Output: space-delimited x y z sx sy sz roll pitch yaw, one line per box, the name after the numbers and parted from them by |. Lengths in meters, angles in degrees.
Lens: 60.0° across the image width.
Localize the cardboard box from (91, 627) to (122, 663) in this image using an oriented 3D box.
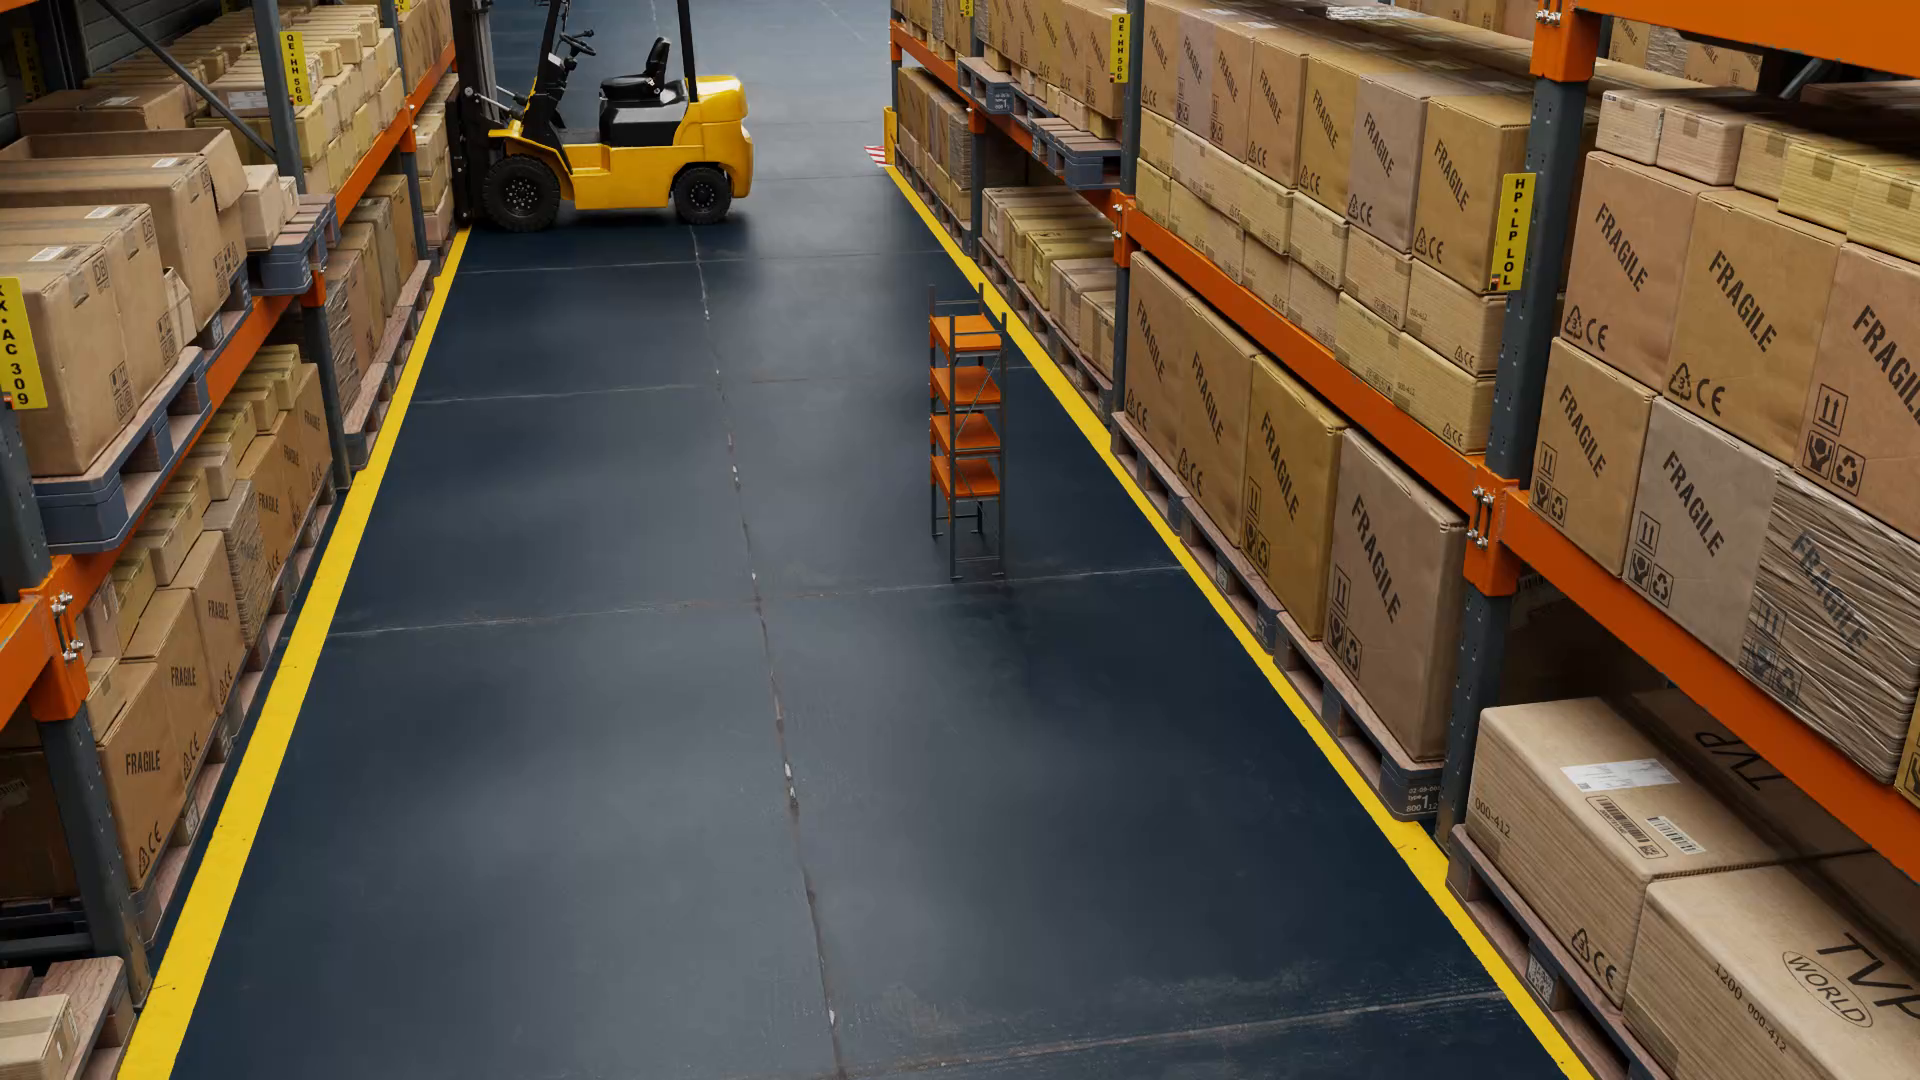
-2.747 0.361 4.963 0.380 0.149 0.250 -5 24 -11 | cardboard box

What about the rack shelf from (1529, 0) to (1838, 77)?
1.693 -2.231 6.261 1.077 0.370 4.000 -4 24 -10 | rack shelf

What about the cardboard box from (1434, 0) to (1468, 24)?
4.906 -5.007 15.280 0.875 0.550 0.550 -4 24 -10 | cardboard box

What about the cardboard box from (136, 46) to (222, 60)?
-4.173 -2.553 8.912 0.380 0.149 0.250 -5 24 -11 | cardboard box

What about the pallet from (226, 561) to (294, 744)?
-3.231 0.449 6.457 1.003 0.211 1.213 -4 24 -10 | pallet

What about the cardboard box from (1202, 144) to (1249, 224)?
1.349 -1.515 7.034 0.500 0.250 0.500 -4 24 -10 | cardboard box

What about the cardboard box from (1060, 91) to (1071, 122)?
0.781 -2.457 9.417 0.380 0.149 0.250 -5 24 -12 | cardboard box

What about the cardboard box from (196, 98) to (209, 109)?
-4.007 -2.121 8.422 0.500 0.250 0.500 -4 24 -9 | cardboard box

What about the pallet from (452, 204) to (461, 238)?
-4.629 -2.696 13.659 1.003 0.211 1.213 -4 24 -10 | pallet

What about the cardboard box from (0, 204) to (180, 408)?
-2.780 -0.679 4.908 0.700 0.500 0.500 -4 24 -9 | cardboard box

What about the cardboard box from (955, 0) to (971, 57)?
0.257 -3.885 12.400 0.500 0.500 0.500 -5 24 -11 | cardboard box

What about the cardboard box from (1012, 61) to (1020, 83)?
0.547 -3.074 10.829 0.380 0.149 0.250 -4 24 -9 | cardboard box

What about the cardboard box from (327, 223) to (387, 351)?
-3.909 -1.476 9.823 0.875 0.625 0.625 -5 24 -12 | cardboard box

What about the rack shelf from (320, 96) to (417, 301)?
-3.924 -2.061 9.620 1.077 0.370 4.000 -4 24 -10 | rack shelf

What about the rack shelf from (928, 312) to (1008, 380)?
0.031 -0.845 7.203 0.258 0.148 0.480 -4 24 -10 | rack shelf

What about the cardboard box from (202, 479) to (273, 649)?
-2.969 0.106 6.358 0.500 0.500 0.500 -5 24 -12 | cardboard box

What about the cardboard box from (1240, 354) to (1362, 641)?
1.695 -0.211 6.615 0.875 0.875 0.875 -4 24 -8 | cardboard box

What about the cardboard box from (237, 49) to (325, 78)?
-3.584 -2.497 8.783 0.380 0.149 0.250 -4 24 -9 | cardboard box

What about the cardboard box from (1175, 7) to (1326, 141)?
1.275 -2.070 7.368 0.500 0.500 0.500 -4 24 -10 | cardboard box

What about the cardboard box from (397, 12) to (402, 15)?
-4.144 -3.767 11.692 0.380 0.149 0.250 -4 24 -9 | cardboard box

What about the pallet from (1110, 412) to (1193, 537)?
1.395 -0.379 8.354 1.003 0.211 1.213 -4 24 -10 | pallet

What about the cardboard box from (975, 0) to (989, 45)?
0.389 -3.715 11.487 0.500 0.500 0.500 -4 24 -8 | cardboard box

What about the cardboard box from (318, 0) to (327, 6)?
-4.727 -3.828 11.832 0.380 0.149 0.250 -4 24 -8 | cardboard box

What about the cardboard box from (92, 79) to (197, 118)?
-3.813 -2.060 7.783 0.380 0.149 0.250 -4 24 -8 | cardboard box

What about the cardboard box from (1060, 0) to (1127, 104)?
0.860 -2.708 9.181 0.500 0.500 0.500 -5 24 -11 | cardboard box

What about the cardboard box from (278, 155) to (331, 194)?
-3.396 -1.728 8.146 0.500 0.250 0.500 -4 24 -10 | cardboard box

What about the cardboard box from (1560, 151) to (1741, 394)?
1.913 -0.698 4.227 0.500 0.500 0.500 -4 24 -9 | cardboard box

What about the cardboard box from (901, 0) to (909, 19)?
-0.242 -4.891 14.705 0.500 0.500 0.500 -4 24 -8 | cardboard box

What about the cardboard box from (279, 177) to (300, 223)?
-3.056 -1.451 7.114 0.380 0.149 0.250 -4 24 -9 | cardboard box

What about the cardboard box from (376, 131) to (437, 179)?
-4.075 -2.781 12.032 0.500 0.250 0.500 -5 24 -11 | cardboard box

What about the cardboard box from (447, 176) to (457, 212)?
-4.277 -2.724 13.150 0.500 0.250 0.500 -4 24 -9 | cardboard box

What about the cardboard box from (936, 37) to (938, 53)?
0.016 -4.037 13.559 0.380 0.149 0.250 -5 24 -11 | cardboard box

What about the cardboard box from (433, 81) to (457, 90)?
-4.542 -3.783 14.325 0.500 0.250 0.500 -4 24 -9 | cardboard box

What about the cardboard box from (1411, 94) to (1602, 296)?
1.734 -1.060 5.056 0.500 0.500 0.500 -4 24 -8 | cardboard box

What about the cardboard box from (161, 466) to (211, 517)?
-3.001 -0.148 6.130 0.380 0.149 0.250 -4 24 -10 | cardboard box

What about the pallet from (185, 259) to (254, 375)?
-3.190 -0.751 5.962 1.003 0.211 1.213 -4 24 -10 | pallet

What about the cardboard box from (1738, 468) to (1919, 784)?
2.067 0.153 3.527 0.500 0.500 0.500 -4 24 -9 | cardboard box

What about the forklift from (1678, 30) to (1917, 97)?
3.297 -1.022 6.428 1.130 2.935 3.031 -4 24 -10 | forklift

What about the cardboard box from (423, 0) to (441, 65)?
-4.399 -4.019 13.079 0.500 0.500 0.500 -4 24 -9 | cardboard box

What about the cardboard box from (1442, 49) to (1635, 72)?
2.053 -1.493 6.047 0.500 0.500 0.500 -5 24 -11 | cardboard box

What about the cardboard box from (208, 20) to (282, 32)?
-4.329 -3.059 10.072 0.380 0.149 0.250 -5 24 -10 | cardboard box

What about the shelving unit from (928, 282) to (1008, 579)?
0.031 -0.485 7.361 0.258 1.200 0.503 -4 24 -10 | shelving unit

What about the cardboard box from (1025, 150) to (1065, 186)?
0.740 -3.074 13.015 0.500 0.500 0.500 -3 24 -7 | cardboard box

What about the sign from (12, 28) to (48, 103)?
-4.099 -2.092 7.346 0.100 0.325 0.005 -4 24 -10 | sign

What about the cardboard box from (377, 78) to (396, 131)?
-3.845 -2.732 10.446 0.500 0.250 0.500 -4 24 -10 | cardboard box

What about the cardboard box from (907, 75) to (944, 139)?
-0.173 -3.843 14.775 0.500 0.500 0.500 -5 24 -12 | cardboard box

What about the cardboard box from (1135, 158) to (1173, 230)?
1.167 -1.693 8.066 0.500 0.250 0.500 -5 24 -11 | cardboard box

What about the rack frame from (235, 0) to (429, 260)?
-4.294 -3.177 11.277 1.000 3.000 0.127 -4 24 -10 | rack frame

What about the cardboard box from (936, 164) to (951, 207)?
0.102 -2.900 13.552 0.500 0.250 0.500 -5 24 -11 | cardboard box

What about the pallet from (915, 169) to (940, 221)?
0.196 -3.011 14.379 1.003 0.211 1.213 -4 24 -10 | pallet

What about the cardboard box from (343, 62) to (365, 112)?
-3.686 -2.560 9.427 0.500 0.250 0.500 -4 24 -9 | cardboard box

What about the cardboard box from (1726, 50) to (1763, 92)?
5.540 -3.176 11.149 0.500 0.500 0.500 -4 24 -9 | cardboard box

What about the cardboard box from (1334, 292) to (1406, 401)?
1.639 -0.689 5.767 0.500 0.250 0.500 -5 24 -10 | cardboard box

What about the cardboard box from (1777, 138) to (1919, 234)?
2.004 -0.758 3.553 0.380 0.149 0.250 -4 24 -10 | cardboard box

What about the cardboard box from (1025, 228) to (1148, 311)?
0.950 -1.772 10.819 0.950 0.372 0.625 -4 24 -8 | cardboard box

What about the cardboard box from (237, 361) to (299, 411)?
-3.133 -0.667 7.318 0.380 0.149 0.250 -6 24 -12 | cardboard box

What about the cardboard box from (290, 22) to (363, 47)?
-3.788 -3.001 9.937 0.380 0.149 0.250 -5 24 -11 | cardboard box

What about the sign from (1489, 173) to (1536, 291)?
1.531 -0.850 4.600 0.100 0.325 0.005 -4 24 -10 | sign

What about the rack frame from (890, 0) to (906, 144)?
-0.156 -5.119 15.724 1.000 3.000 0.127 -4 24 -10 | rack frame
